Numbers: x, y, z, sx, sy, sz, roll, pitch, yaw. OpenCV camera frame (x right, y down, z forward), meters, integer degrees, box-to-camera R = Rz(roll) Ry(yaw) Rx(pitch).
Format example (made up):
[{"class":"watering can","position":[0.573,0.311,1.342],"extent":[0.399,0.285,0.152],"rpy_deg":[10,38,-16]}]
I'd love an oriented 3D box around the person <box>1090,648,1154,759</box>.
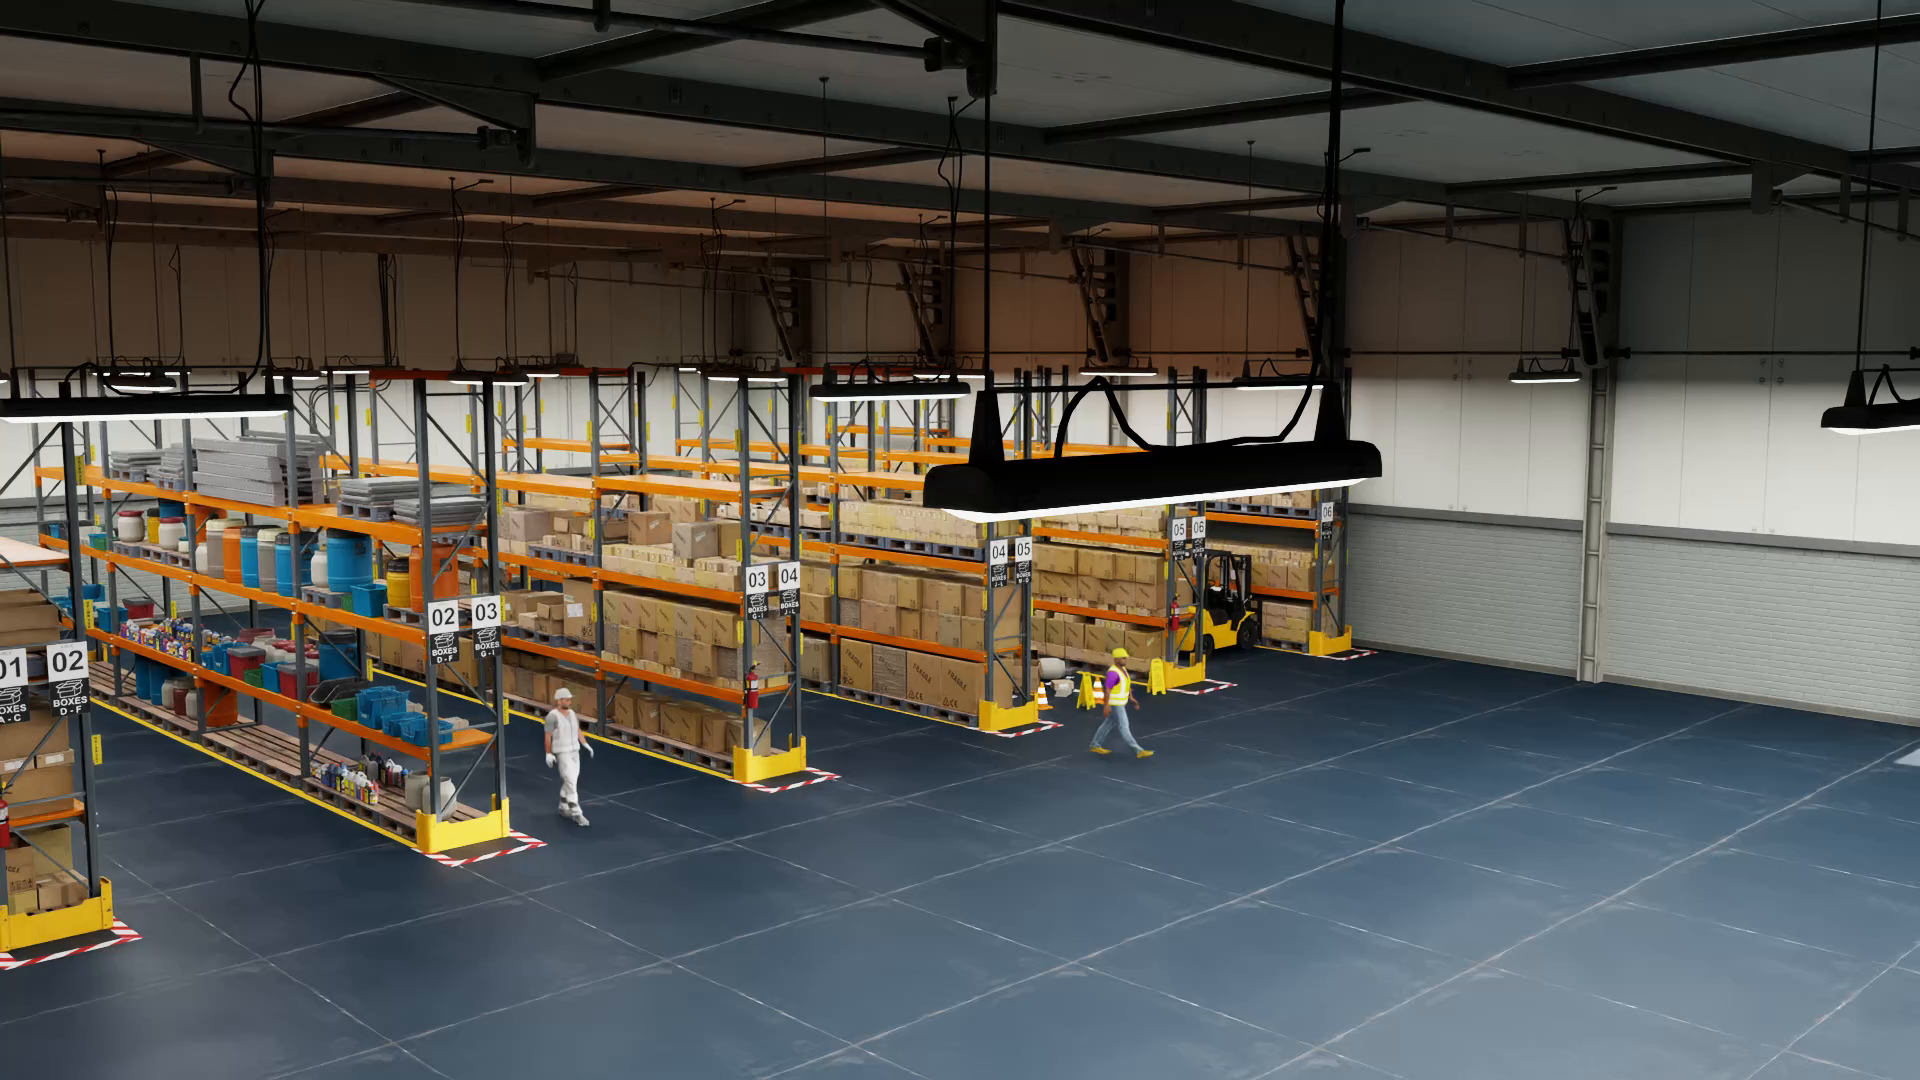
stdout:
[{"class":"person","position":[2.543,2.533,25.914],"extent":[1.082,1.699,0.590],"rpy_deg":[2,7,17]}]

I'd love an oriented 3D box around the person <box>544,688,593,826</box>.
[{"class":"person","position":[-5.223,2.920,22.545],"extent":[0.760,1.792,0.553],"rpy_deg":[4,7,30]}]
